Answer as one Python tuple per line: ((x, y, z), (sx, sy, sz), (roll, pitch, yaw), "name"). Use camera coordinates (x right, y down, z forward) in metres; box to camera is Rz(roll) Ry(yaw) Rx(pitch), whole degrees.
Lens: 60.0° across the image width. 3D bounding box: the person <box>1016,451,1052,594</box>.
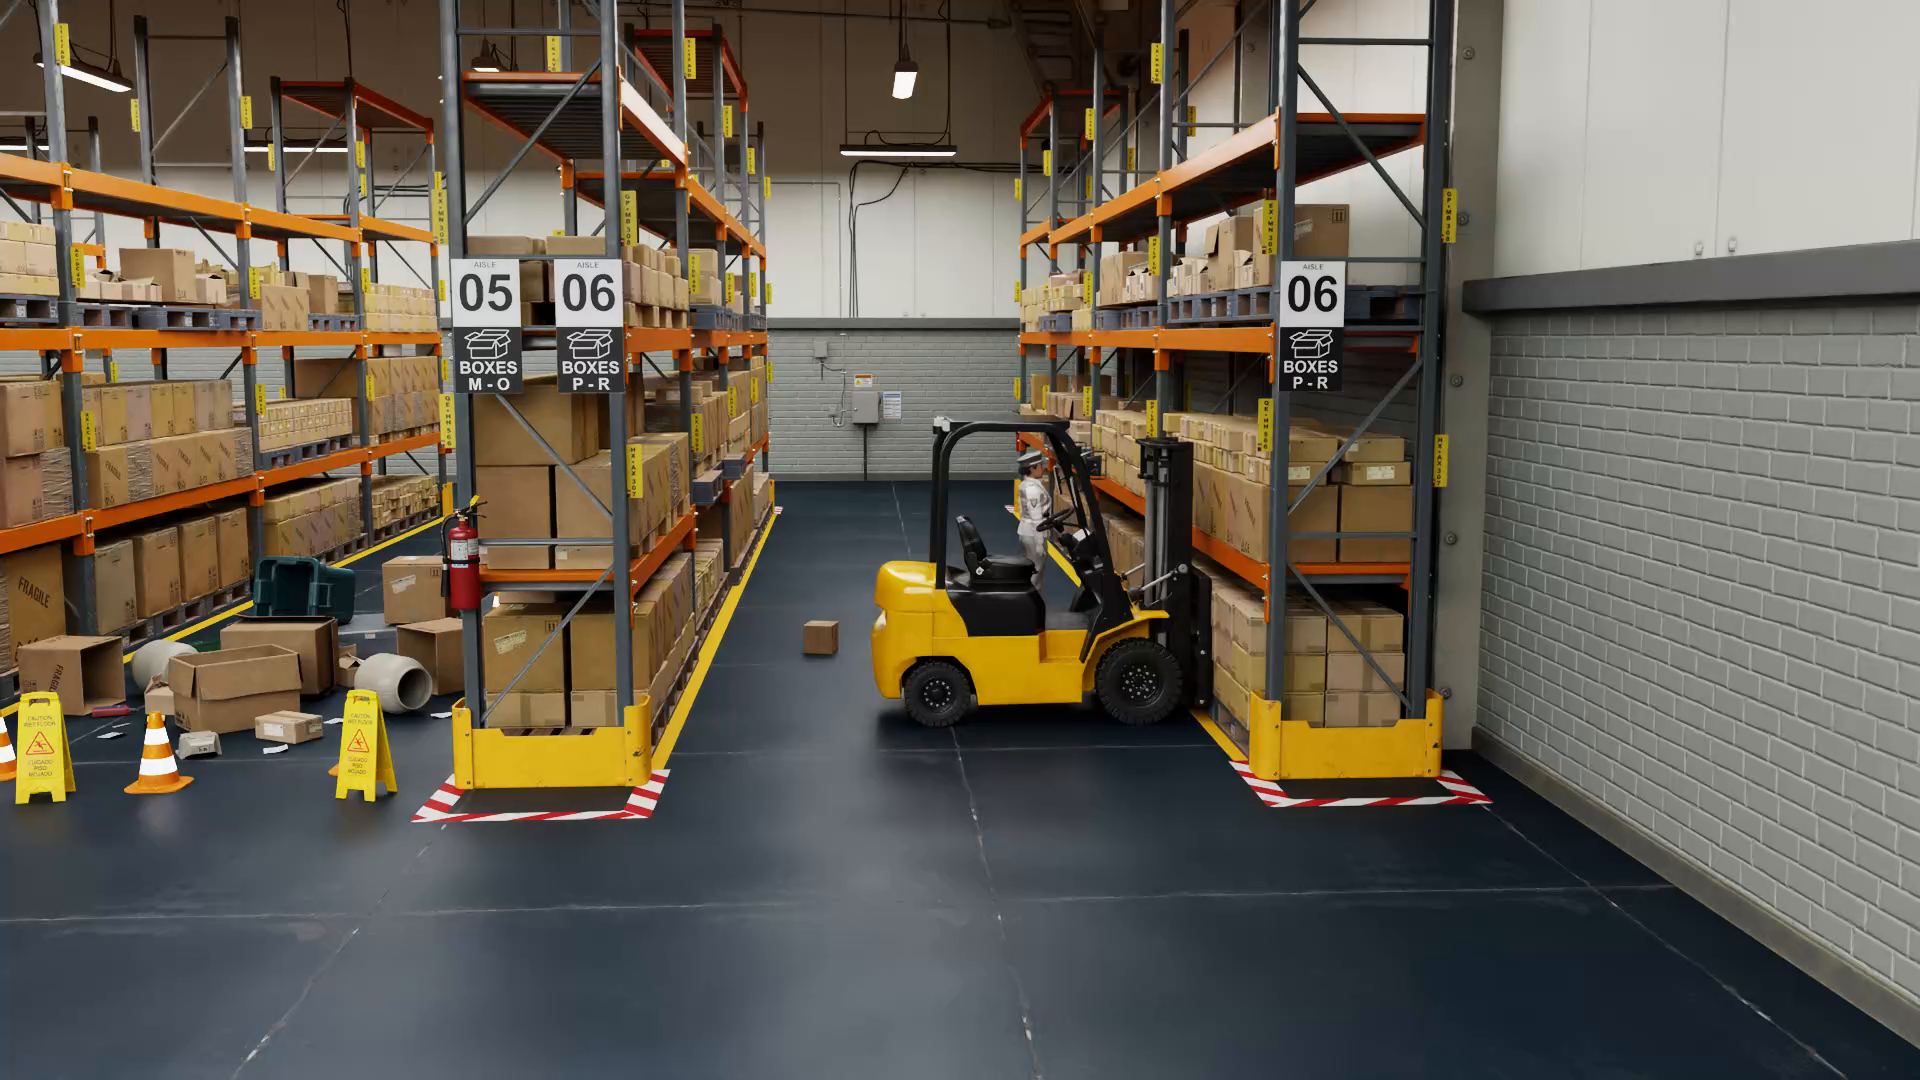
((0.701, 0.016, 15.609), (0.346, 1.715, 0.470), (-1, 7, -11), "person")
